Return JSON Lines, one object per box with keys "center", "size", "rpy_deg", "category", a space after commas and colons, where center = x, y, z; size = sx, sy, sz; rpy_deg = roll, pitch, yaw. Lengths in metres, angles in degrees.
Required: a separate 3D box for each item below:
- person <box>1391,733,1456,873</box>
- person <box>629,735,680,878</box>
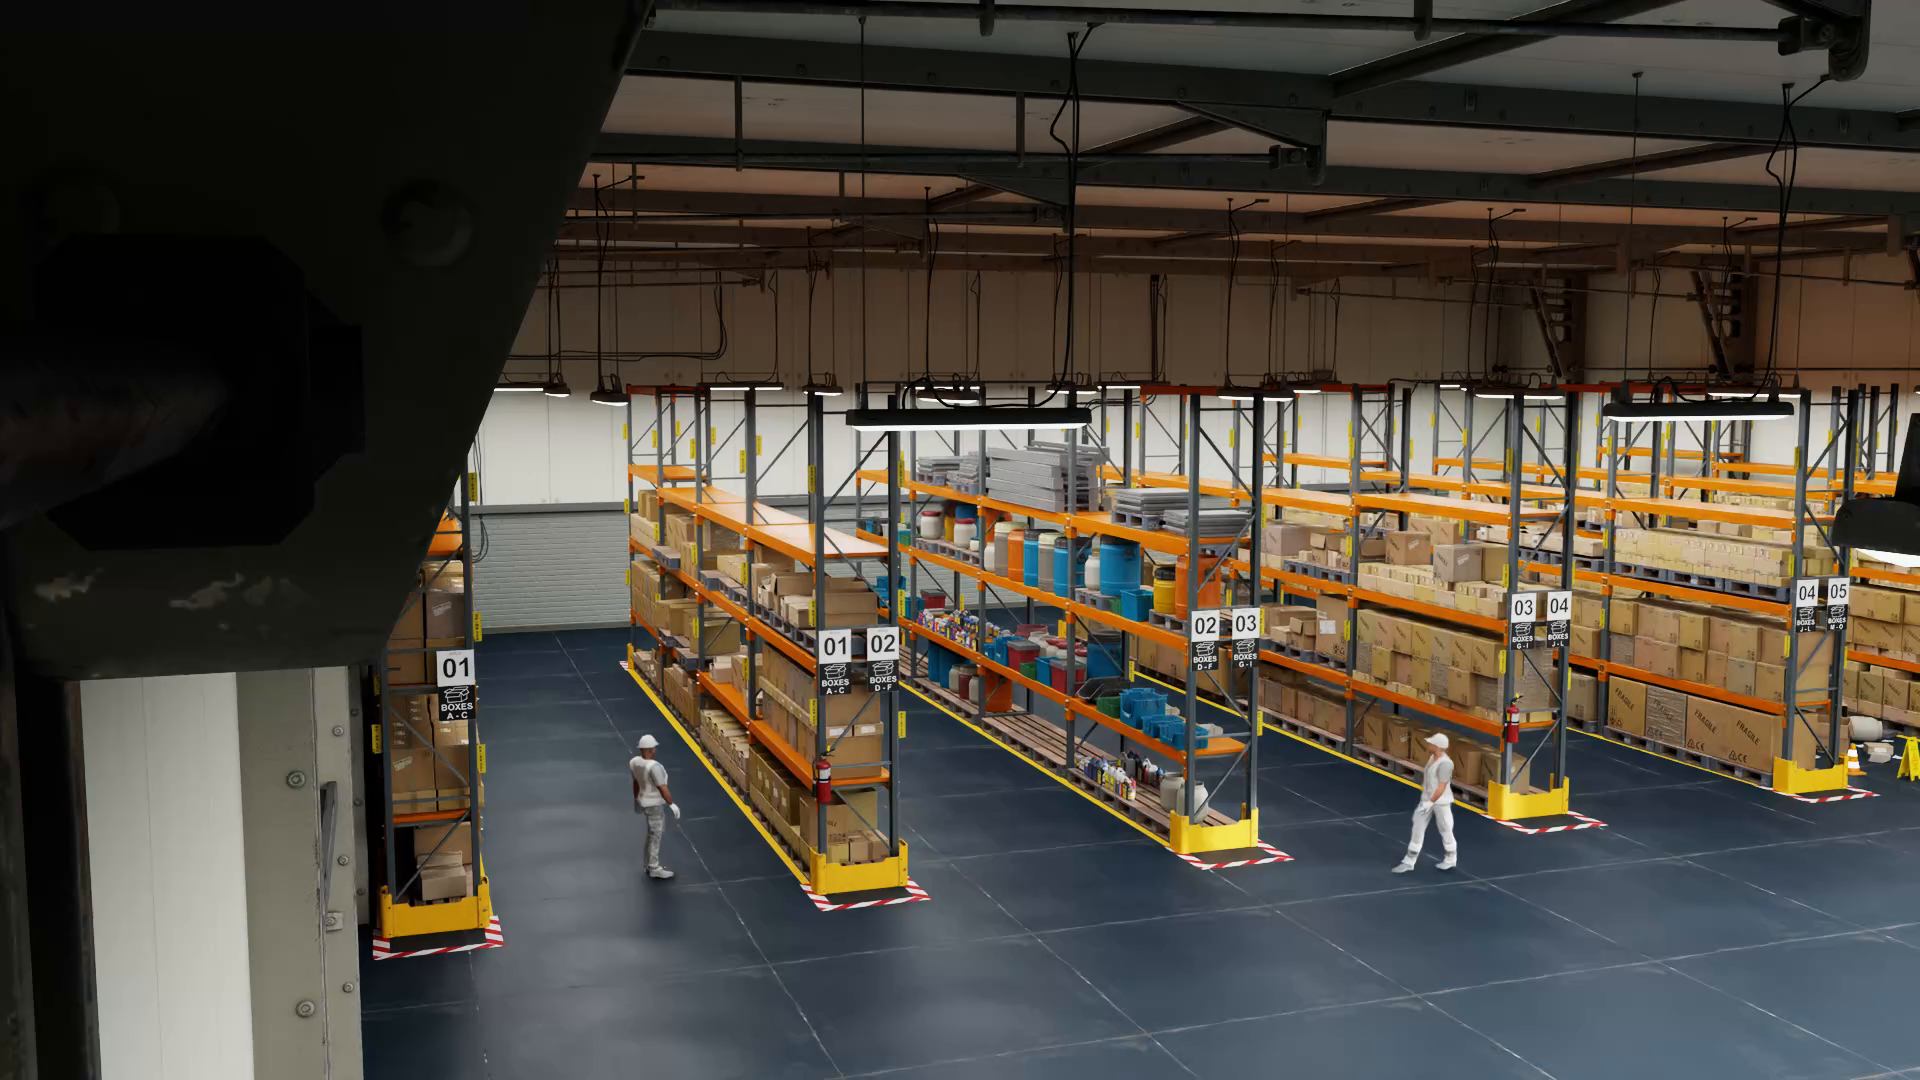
{"center": [5.892, 3.290, 20.800], "size": [0.859, 1.764, 0.541], "rpy_deg": [-4, 7, -34], "category": "person"}
{"center": [-3.803, 3.317, 20.709], "size": [0.572, 1.826, 0.603], "rpy_deg": [-2, 6, -19], "category": "person"}
